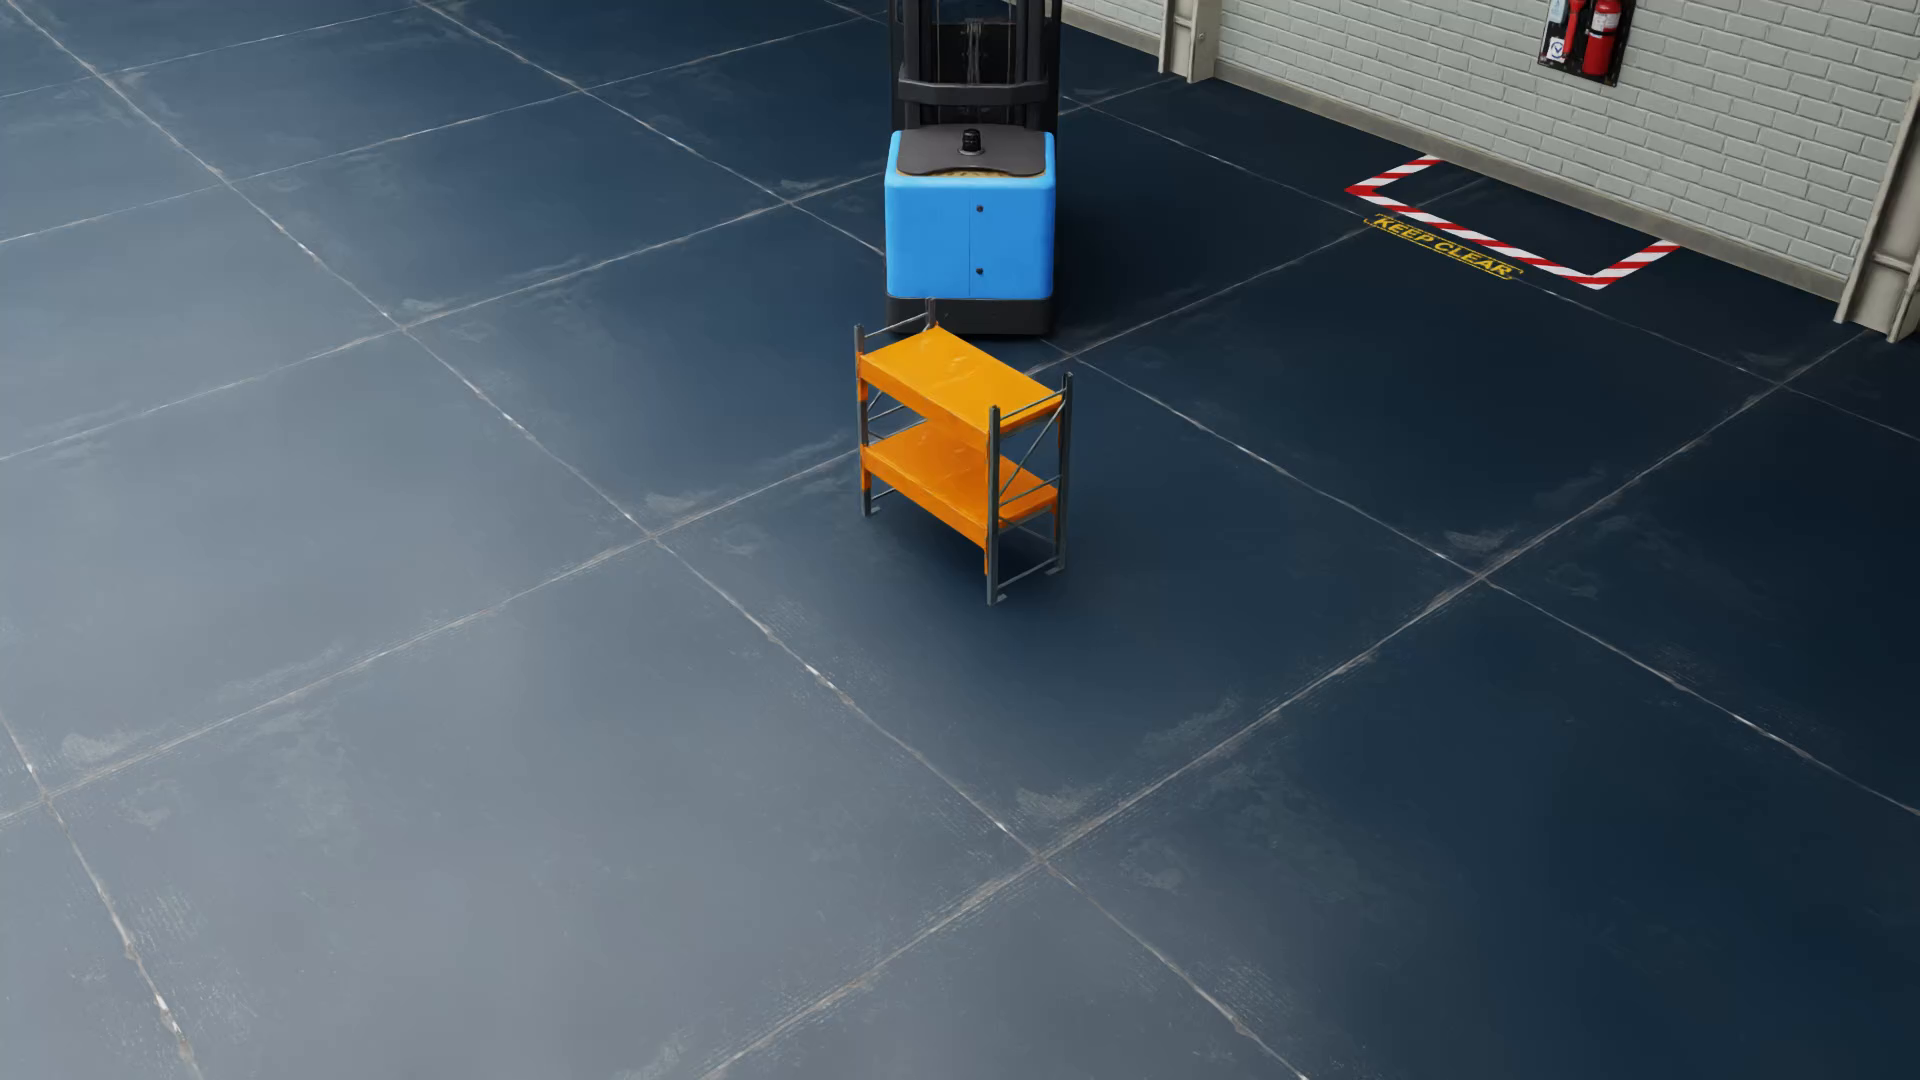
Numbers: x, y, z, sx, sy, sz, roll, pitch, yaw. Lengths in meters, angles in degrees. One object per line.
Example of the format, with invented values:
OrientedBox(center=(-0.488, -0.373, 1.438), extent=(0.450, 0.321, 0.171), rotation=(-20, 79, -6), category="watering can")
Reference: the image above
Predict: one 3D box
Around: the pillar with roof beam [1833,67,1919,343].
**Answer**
OrientedBox(center=(2.536, -3.437, 5.718), extent=(9.100, 9.000, 0.400), rotation=(-26, 43, -32), category="pillar with roof beam")

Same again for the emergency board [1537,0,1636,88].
OrientedBox(center=(4.259, -3.699, 11.279), extent=(0.194, 1.169, 0.643), rotation=(-26, 43, -32), category="emergency board")

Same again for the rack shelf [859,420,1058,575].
OrientedBox(center=(0.004, -0.257, 8.463), extent=(0.538, 0.278, 1.000), rotation=(-26, 43, -32), category="rack shelf")

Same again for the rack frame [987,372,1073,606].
OrientedBox(center=(0.332, -0.232, 8.005), extent=(0.500, 1.125, 0.032), rotation=(-26, 43, -32), category="rack frame")

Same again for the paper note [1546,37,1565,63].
OrientedBox(center=(4.197, -3.444, 11.681), extent=(0.016, 0.148, 0.142), rotation=(-26, 43, -32), category="paper note")

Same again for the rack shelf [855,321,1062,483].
OrientedBox(center=(0.004, -0.695, 8.153), extent=(0.538, 0.278, 1.000), rotation=(-26, 43, -32), category="rack shelf")

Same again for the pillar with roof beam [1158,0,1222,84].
OrientedBox(center=(-1.336, -6.086, 9.458), extent=(9.100, 9.000, 0.400), rotation=(-26, 43, -32), category="pillar with roof beam")

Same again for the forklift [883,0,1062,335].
OrientedBox(center=(0.101, -3.294, 10.766), extent=(1.130, 2.935, 3.031), rotation=(1, 35, 1), category="forklift")

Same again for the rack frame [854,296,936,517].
OrientedBox(center=(-0.324, -0.680, 8.639), extent=(0.500, 1.125, 0.032), rotation=(-26, 43, -32), category="rack frame")

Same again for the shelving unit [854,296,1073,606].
OrientedBox(center=(0.004, -0.456, 8.322), extent=(0.538, 1.125, 1.048), rotation=(-26, 43, -32), category="shelving unit")
